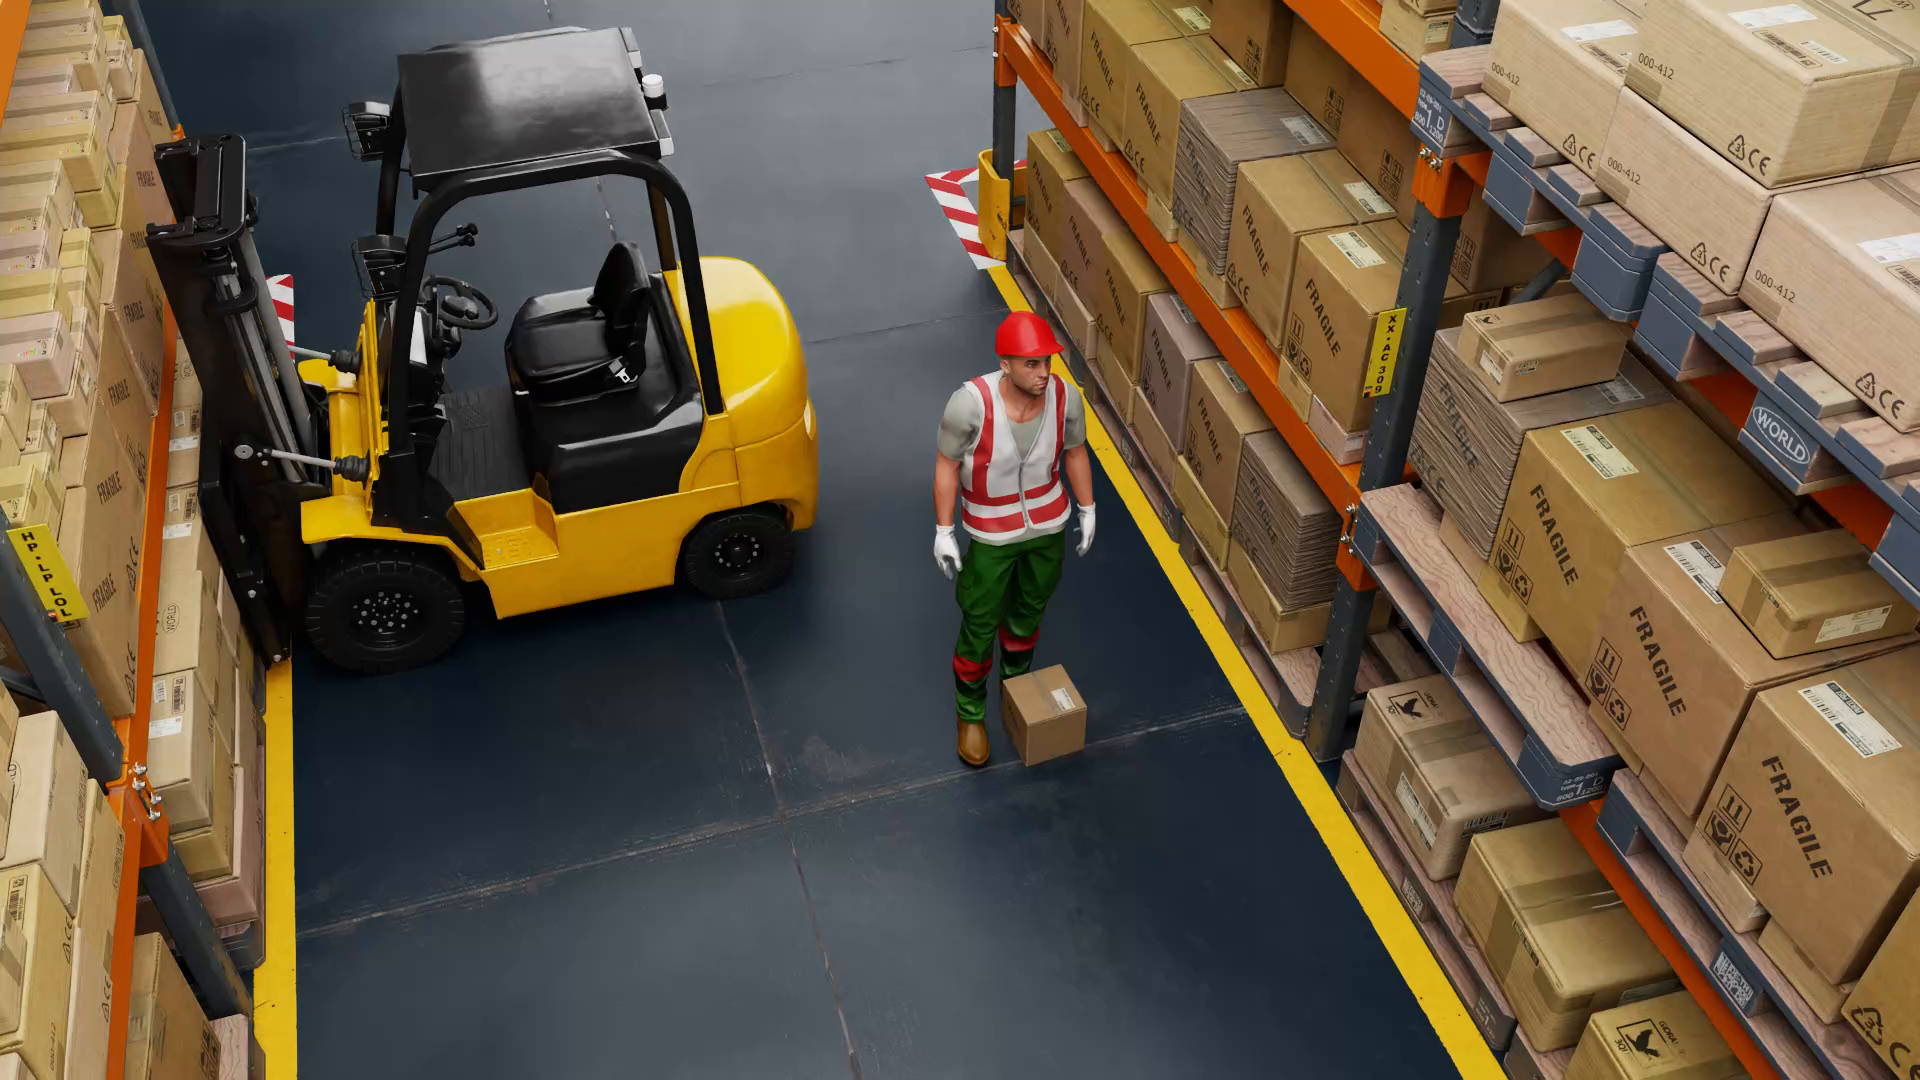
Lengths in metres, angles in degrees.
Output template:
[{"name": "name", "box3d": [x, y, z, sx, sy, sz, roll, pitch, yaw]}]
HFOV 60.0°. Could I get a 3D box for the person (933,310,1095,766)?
[{"name": "person", "box3d": [0.222, -0.002, 6.129, 0.638, 1.789, 0.561, -13, 43, -14]}]
